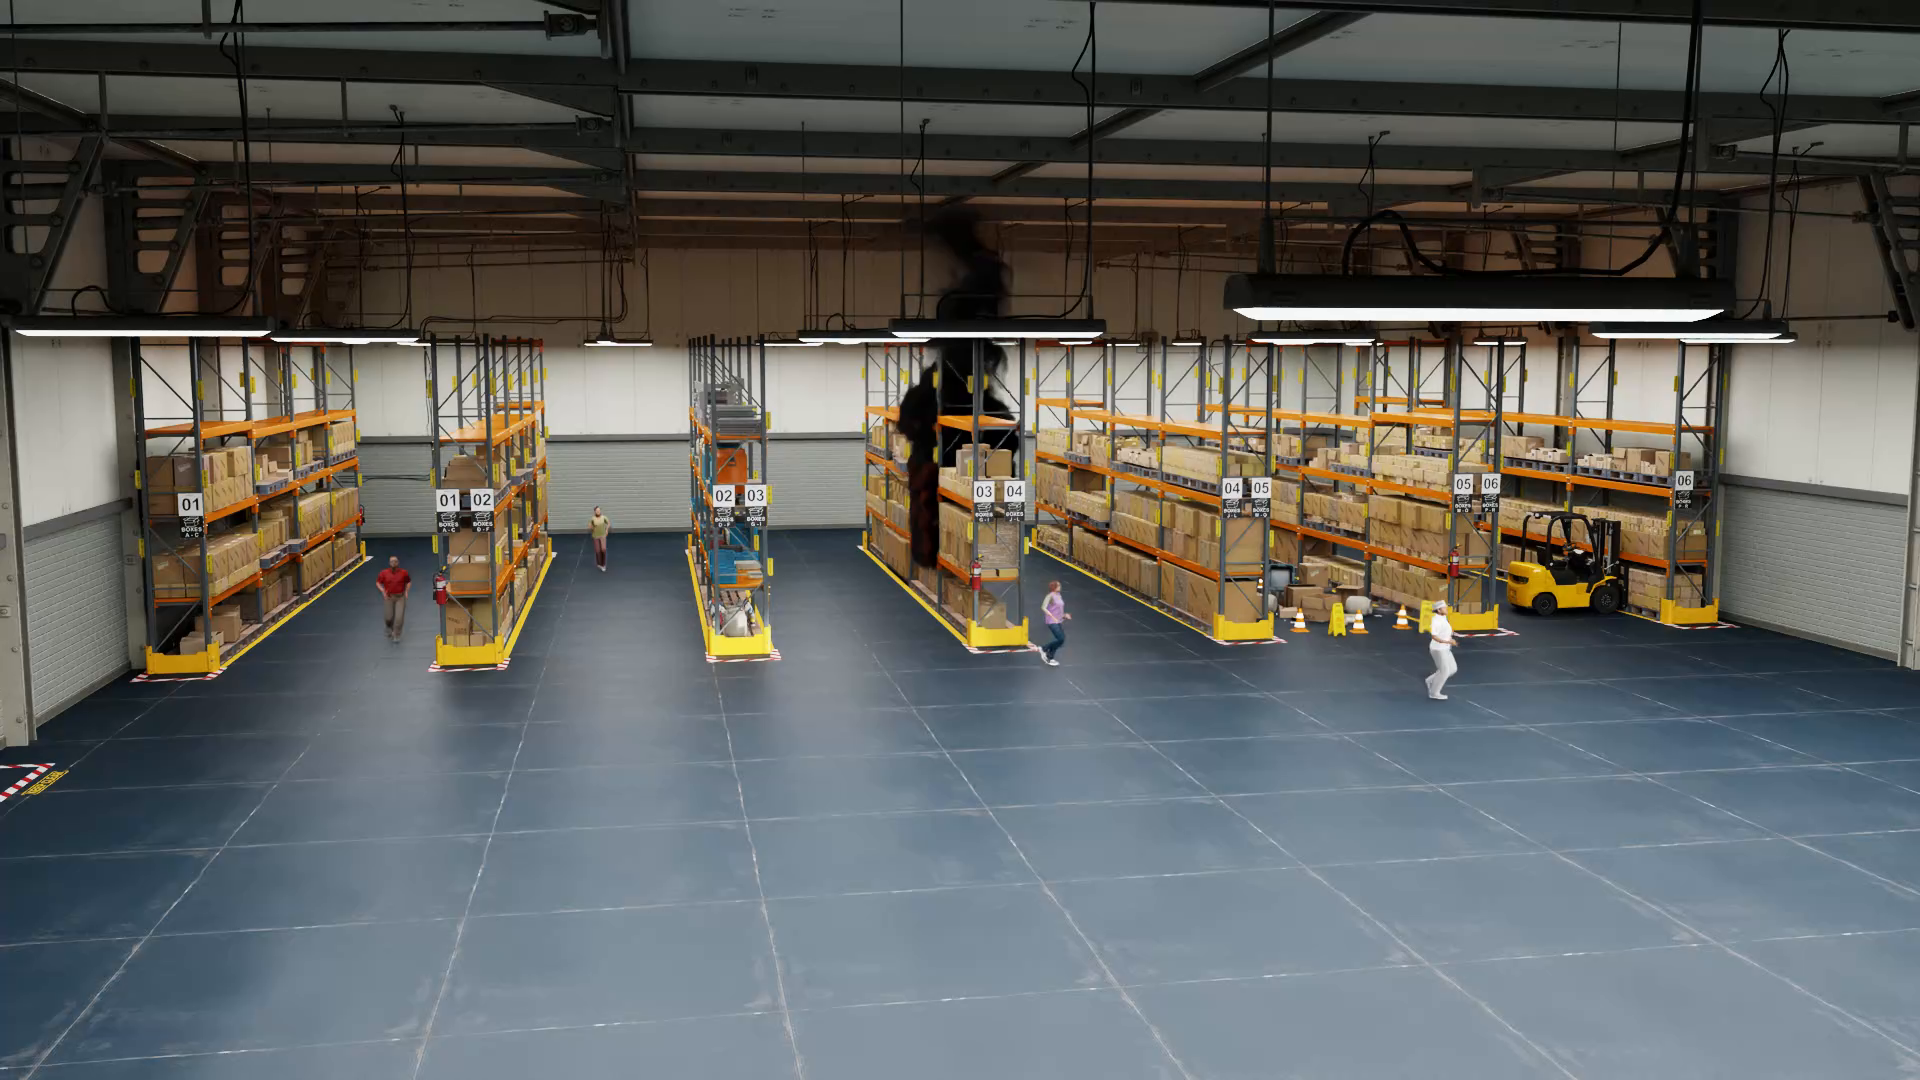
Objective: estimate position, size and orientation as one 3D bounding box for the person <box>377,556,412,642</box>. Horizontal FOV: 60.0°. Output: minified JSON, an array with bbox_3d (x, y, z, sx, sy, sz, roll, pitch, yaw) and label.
[{"bbox_3d":[-11.089,1.153,32.629,0.649,1.680,0.595,-3,7,-22],"label":"person"}]

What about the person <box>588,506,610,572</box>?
[{"bbox_3d":[-9.344,-0.028,43.064,0.556,1.710,0.711,-1,7,-11],"label":"person"}]

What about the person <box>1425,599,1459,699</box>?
[{"bbox_3d":[7.898,1.785,27.219,0.568,1.653,0.547,3,7,27],"label":"person"}]

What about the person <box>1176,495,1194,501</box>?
[{"bbox_3d":[6.861,-0.967,50.880,1.011,1.758,0.744,0,7,0],"label":"person"}]

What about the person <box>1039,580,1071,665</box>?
[{"bbox_3d":[1.717,1.498,30.156,0.527,1.552,0.518,3,7,27],"label":"person"}]
